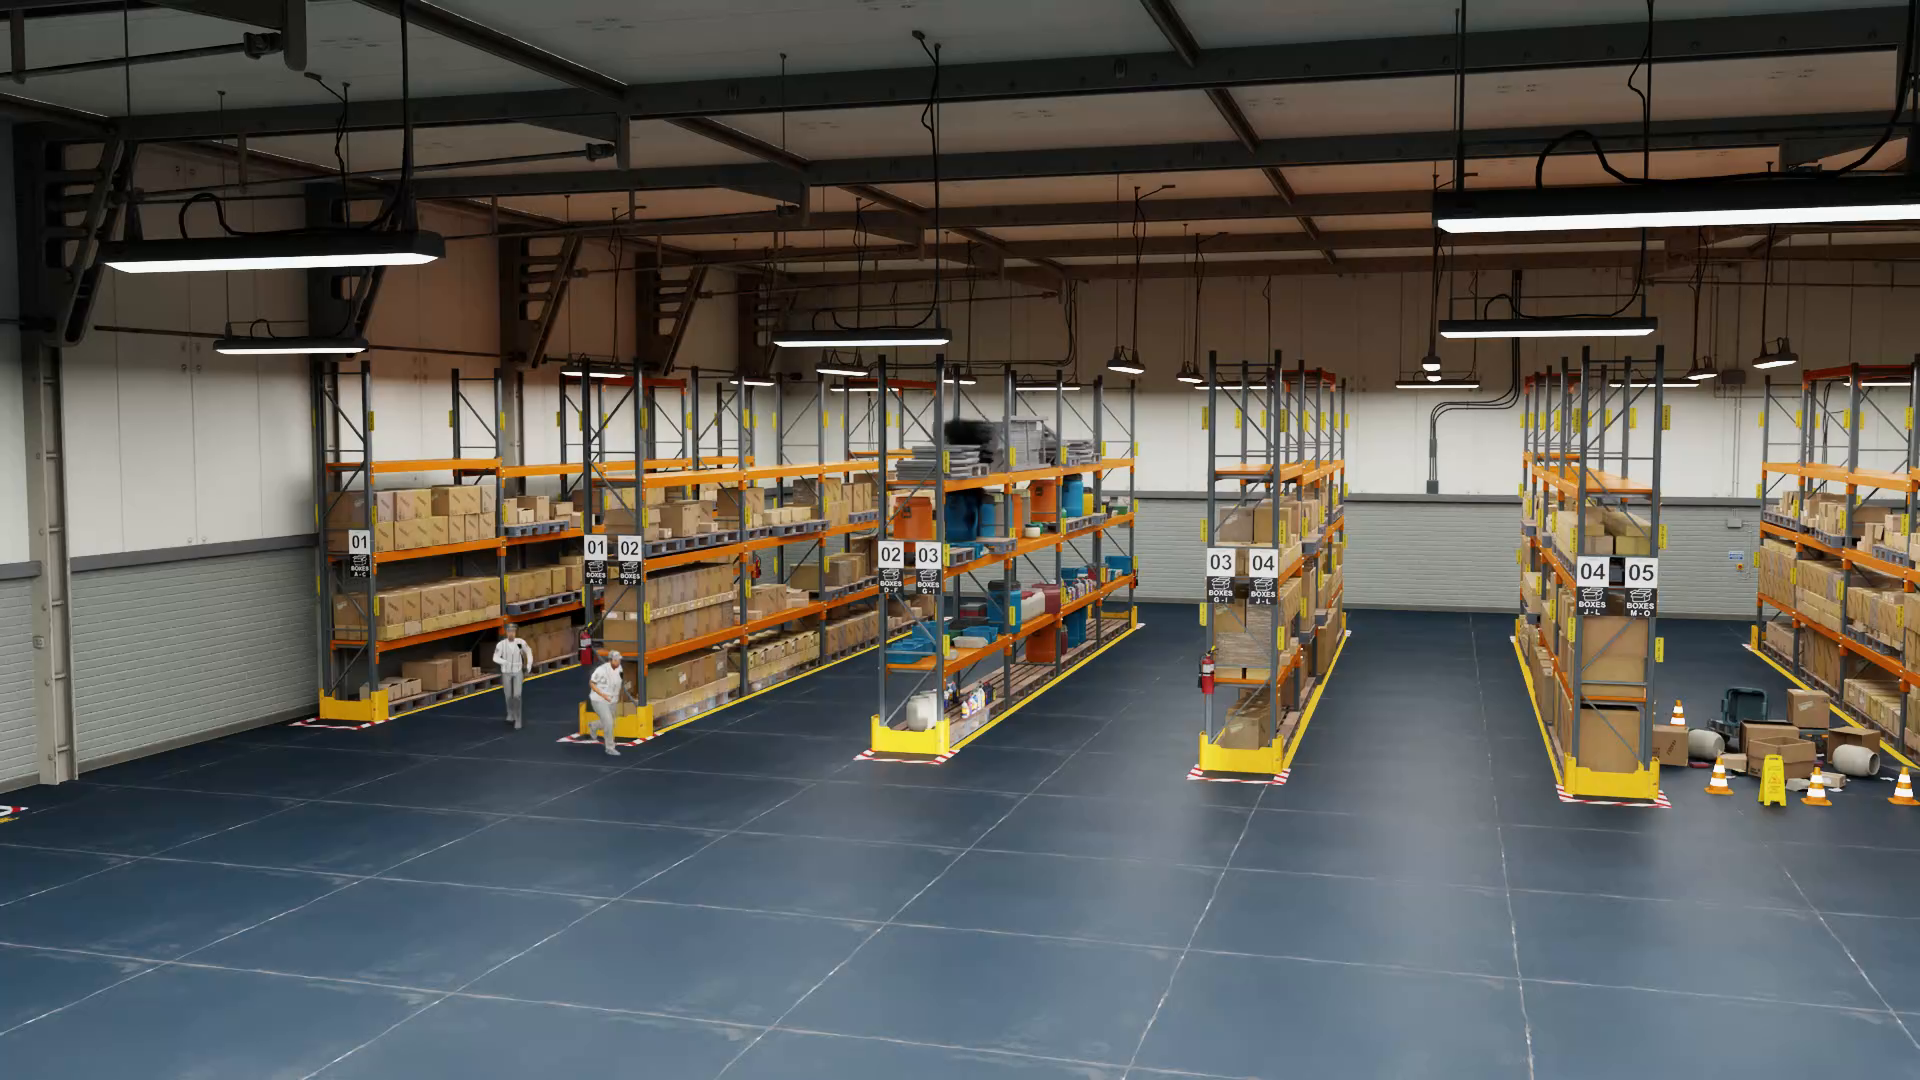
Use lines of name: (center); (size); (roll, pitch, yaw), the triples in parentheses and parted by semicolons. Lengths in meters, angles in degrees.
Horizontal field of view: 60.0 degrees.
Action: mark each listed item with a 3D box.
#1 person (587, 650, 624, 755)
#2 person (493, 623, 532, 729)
person: (-5.357, 2.446, 25.041); (0.830, 1.618, 0.602); (4, 6, 43)
person: (-7.332, 2.228, 27.276); (0.612, 1.762, 0.745); (-1, 4, -10)
